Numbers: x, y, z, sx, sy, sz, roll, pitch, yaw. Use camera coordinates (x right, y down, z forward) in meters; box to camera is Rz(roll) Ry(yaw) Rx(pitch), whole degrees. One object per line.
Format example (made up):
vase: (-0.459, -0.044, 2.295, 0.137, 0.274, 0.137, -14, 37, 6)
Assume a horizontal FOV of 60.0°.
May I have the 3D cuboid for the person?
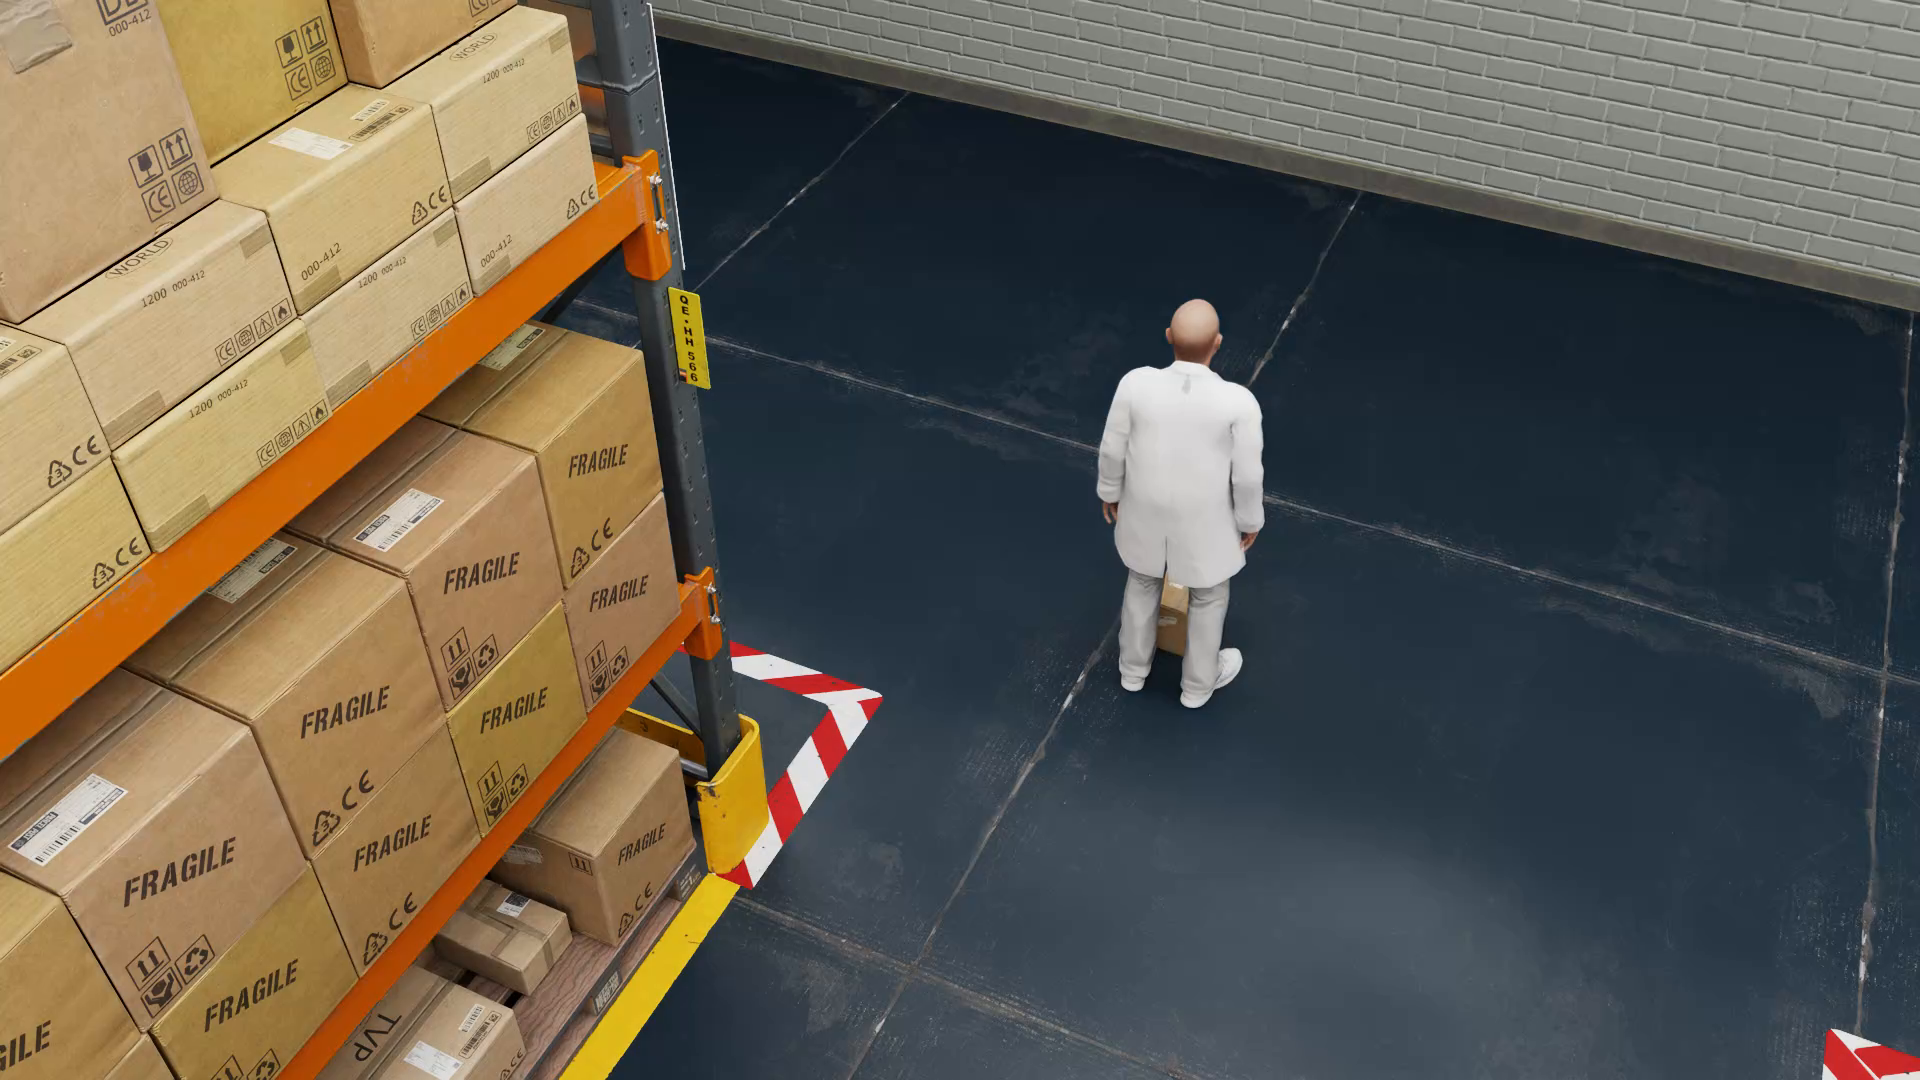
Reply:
person: (0.829, -0.116, 6.303, 0.649, 1.772, 0.429, 15, 43, 16)
